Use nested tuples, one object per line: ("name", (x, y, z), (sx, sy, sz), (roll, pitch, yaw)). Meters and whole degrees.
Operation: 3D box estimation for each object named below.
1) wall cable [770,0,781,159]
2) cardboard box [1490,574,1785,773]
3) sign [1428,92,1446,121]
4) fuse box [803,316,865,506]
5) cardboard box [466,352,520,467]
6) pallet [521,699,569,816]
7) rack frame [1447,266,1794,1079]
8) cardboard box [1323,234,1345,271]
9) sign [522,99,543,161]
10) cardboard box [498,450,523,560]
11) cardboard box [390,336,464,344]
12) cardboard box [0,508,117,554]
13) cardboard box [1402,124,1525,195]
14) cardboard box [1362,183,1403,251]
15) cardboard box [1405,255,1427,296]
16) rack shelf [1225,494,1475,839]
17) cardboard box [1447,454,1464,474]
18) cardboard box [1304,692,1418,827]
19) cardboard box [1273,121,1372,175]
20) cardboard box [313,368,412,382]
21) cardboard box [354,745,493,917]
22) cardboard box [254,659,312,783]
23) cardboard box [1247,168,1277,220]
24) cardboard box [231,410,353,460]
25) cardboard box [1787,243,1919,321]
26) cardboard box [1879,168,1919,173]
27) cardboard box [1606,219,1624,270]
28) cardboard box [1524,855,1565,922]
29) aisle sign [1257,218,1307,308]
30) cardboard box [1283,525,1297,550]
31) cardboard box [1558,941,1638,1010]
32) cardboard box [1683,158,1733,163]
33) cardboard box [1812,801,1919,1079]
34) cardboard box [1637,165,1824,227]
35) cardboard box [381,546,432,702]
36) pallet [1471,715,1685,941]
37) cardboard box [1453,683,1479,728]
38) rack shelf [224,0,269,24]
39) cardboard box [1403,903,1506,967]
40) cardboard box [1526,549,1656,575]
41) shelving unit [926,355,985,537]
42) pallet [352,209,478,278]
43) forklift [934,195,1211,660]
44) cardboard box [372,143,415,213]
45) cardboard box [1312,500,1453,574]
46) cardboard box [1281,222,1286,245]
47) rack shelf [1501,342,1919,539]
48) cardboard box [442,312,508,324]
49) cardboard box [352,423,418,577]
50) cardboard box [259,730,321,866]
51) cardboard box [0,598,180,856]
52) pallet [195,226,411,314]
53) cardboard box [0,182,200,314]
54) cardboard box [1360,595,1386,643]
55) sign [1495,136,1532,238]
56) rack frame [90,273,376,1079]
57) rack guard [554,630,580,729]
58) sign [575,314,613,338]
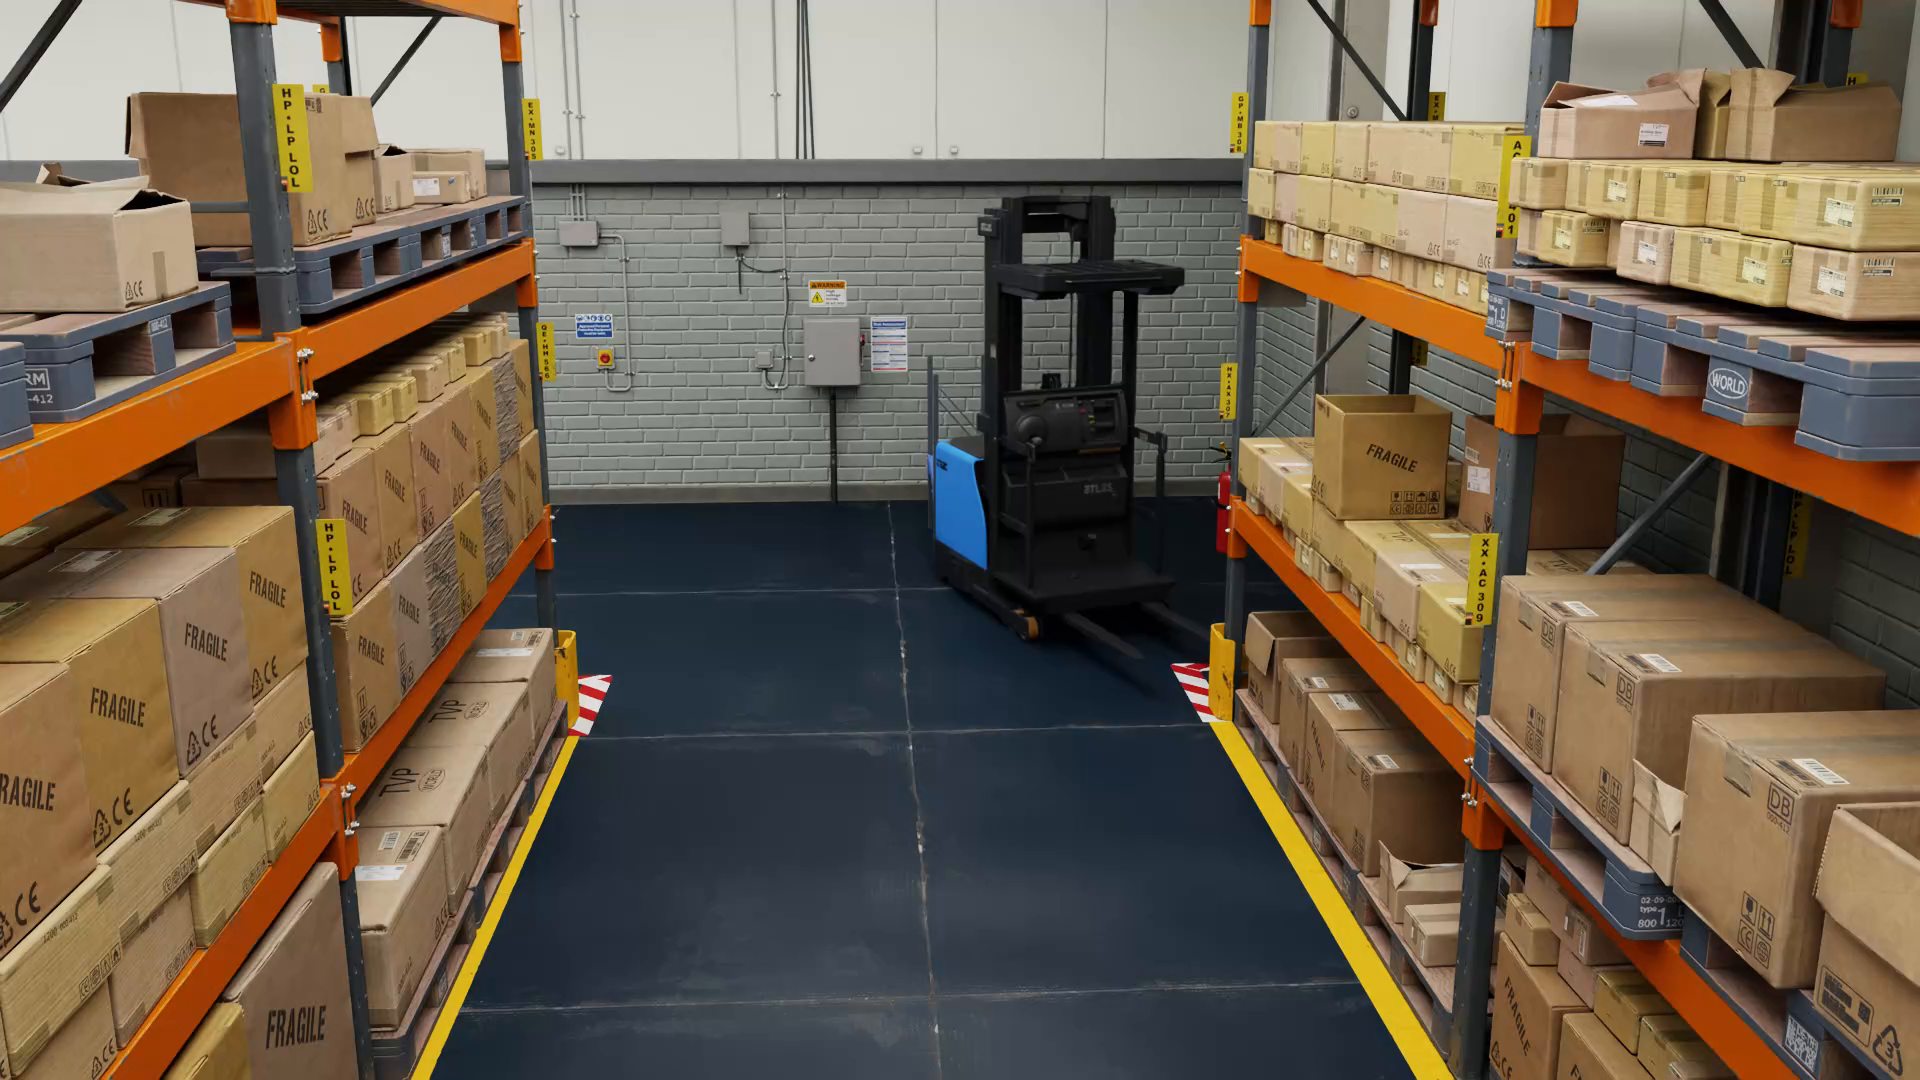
("wall cable", (-2.741, -4.698, 14.227), (2.355, 3.000, 0.029), (-1, 14, -3))
("cardboard box", (2.151, 0.418, 5.340), (0.700, 0.500, 0.500), (-1, 14, -2))
("sign", (2.651, -2.334, 9.282), (0.100, 0.325, 0.005), (-1, 14, -3))
("fuse box", (-1.125, -1.146, 15.045), (0.539, 1.711, 0.414), (-1, 14, -3))
("cardboard box", (-2.529, -0.658, 8.358), (0.500, 0.500, 0.500), (-1, 14, -3))
("pallet", (-2.730, 1.177, 9.030), (1.003, 0.211, 1.213), (-1, 14, -3))
("rack frame", (2.344, 0.546, 5.886), (1.000, 3.000, 0.127), (-1, 14, -3))
("cardboard box", (1.882, -1.314, 7.600), (0.380, 0.149, 0.250), (-1, 14, -3))
("sign", (-2.315, -2.220, 8.995), (0.100, 0.325, 0.005), (-1, 14, -3))
("cardboard box", (-2.548, -0.179, 8.502), (0.500, 0.500, 0.500), (-1, 14, -5))
("cardboard box", (-2.576, -0.877, 7.906), (0.380, 0.149, 0.250), (-1, 14, -4))
("cardboard box", (-2.870, 0.205, 5.005), (0.500, 0.500, 0.500), (-1, 14, -3))
("cardboard box", (2.032, -1.468, 6.394), (0.500, 0.250, 0.500), (-1, 14, -4))
("cardboard box", (2.001, -1.351, 6.942), (0.500, 0.250, 0.500), (-1, 14, -2))
("cardboard box", (1.996, -1.059, 6.608), (0.380, 0.149, 0.250), (-1, 14, -4))
("rack shelf", (2.220, 0.397, 7.908), (1.077, 0.370, 4.000), (-1, 14, -3))
("cardboard box", (2.420, -0.282, 8.806), (0.500, 0.250, 0.500), (-1, 14, -3))
("cardboard box", (1.986, 1.058, 8.069), (0.500, 0.500, 0.500), (-1, 14, -2))
("cardboard box", (1.886, -1.974, 8.361), (0.500, 0.250, 0.500), (-1, 14, -4))
("cardboard box", (-2.500, -0.623, 6.919), (0.380, 0.149, 0.250), (-1, 14, -4))
("cardboard box", (-2.598, 1.280, 7.330), (0.875, 0.438, 0.875), (-1, 14, -5))
("cardboard box", (-2.340, 0.560, 5.129), (0.500, 0.250, 0.500), (-1, 14, -3))
("cardboard box", (1.851, -1.859, 8.914), (0.500, 0.250, 0.500), (-1, 14, -4))
("cardboard box", (-2.403, -0.369, 5.934), (0.380, 0.149, 0.250), (-1, 14, -3))
("cardboard box", (2.086, -0.575, 3.681), (0.380, 0.149, 0.250), (-1, 14, -2))
("cardboard box", (2.539, -0.852, 4.162), (0.380, 0.149, 0.250), (-1, 14, -5))
("cardboard box", (2.060, -0.830, 4.674), (0.380, 0.149, 0.250), (-1, 14, -3))
("cardboard box", (2.161, 1.187, 5.668), (0.380, 0.149, 0.250), (-1, 14, -4))
("aisle sign", (1.799, -1.720, 9.476), (0.394, 0.787, 0.004), (-1, 14, -3))
("cardboard box", (1.910, -0.050, 8.706), (0.380, 0.149, 0.250), (0, 14, -2))
("cardboard box", (2.195, 1.400, 5.438), (0.380, 0.149, 0.250), (-1, 14, -5))
("cardboard box", (2.479, -1.108, 5.158), (0.380, 0.149, 0.250), (-1, 14, -4))
("cardboard box", (2.306, 0.884, 3.521), (0.797, 0.503, 0.637), (-1, 14, -5))
("cardboard box", (2.028, -0.907, 4.378), (0.380, 0.149, 0.250), (-1, 14, -4))
("cardboard box", (-2.405, 0.329, 6.528), (0.500, 0.500, 0.500), (-1, 14, -3))
("pallet", (2.284, 0.839, 5.131), (1.003, 0.211, 1.213), (-1, 14, -3))
("cardboard box", (2.072, 0.592, 6.210), (0.380, 0.149, 0.250), (-1, 14, -3))
("rack shelf", (-2.486, -1.243, 3.043), (1.077, 0.370, 4.000), (-1, 14, -3))
("cardboard box", (2.016, 1.589, 6.709), (0.380, 0.149, 0.250), (-1, 14, -5))
("cardboard box", (2.545, 0.222, 6.846), (0.500, 0.250, 0.500), (-1, 14, -4))
("shelving unit", (0.005, -0.705, 13.757), (0.538, 1.500, 1.048), (-1, 14, -3))
("pallet", (-2.723, -1.293, 7.189), (1.003, 0.211, 1.213), (-1, 14, -3))
("forklift", (0.826, -0.850, 11.447), (1.130, 2.935, 3.031), (-6, 16, -22))
("cardboard box", (-2.815, -1.660, 7.573), (0.500, 0.311, 0.500), (-1, 14, -2))
("cardboard box", (1.974, -0.025, 7.809), (0.500, 0.250, 0.500), (-1, 14, -5))
("cardboard box", (1.926, -1.632, 8.836), (0.380, 0.149, 0.250), (-1, 14, -2))
("rack shelf", (2.468, -0.061, 3.668), (1.077, 0.370, 4.000), (-1, 14, -3))
("cardboard box", (-2.636, -1.132, 8.898), (0.380, 0.149, 0.250), (-1, 14, -3))
("cardboard box", (-2.423, -0.157, 6.410), (0.500, 0.500, 0.500), (-1, 14, -4))
("cardboard box", (-2.331, 0.804, 5.184), (0.500, 0.250, 0.500), (-1, 14, -5))
("cardboard box", (-2.281, 0.453, 4.039), (0.500, 0.500, 0.500), (0, 14, -2))
("pallet", (-2.650, -0.990, 6.013), (1.003, 0.211, 1.213), (-1, 14, -3))
("cardboard box", (-2.346, -0.774, 4.330), (0.500, 0.311, 0.500), (-1, 14, -3))
("cardboard box", (1.961, 0.335, 7.210), (0.380, 0.149, 0.250), (-1, 14, -4))
("sign", (1.803, -1.147, 5.407), (0.100, 0.325, 0.005), (-1, 14, -3))
("rack frame", (-2.610, 0.623, 5.584), (1.000, 3.000, 0.127), (-1, 14, -3))
("rack guard", (-2.859, 0.833, 9.785), (1.175, 0.500, 0.348), (-1, 14, -3))
("sign", (-3.283, -1.919, 14.922), (0.327, 0.218, 0.001), (-1, 14, -3))
